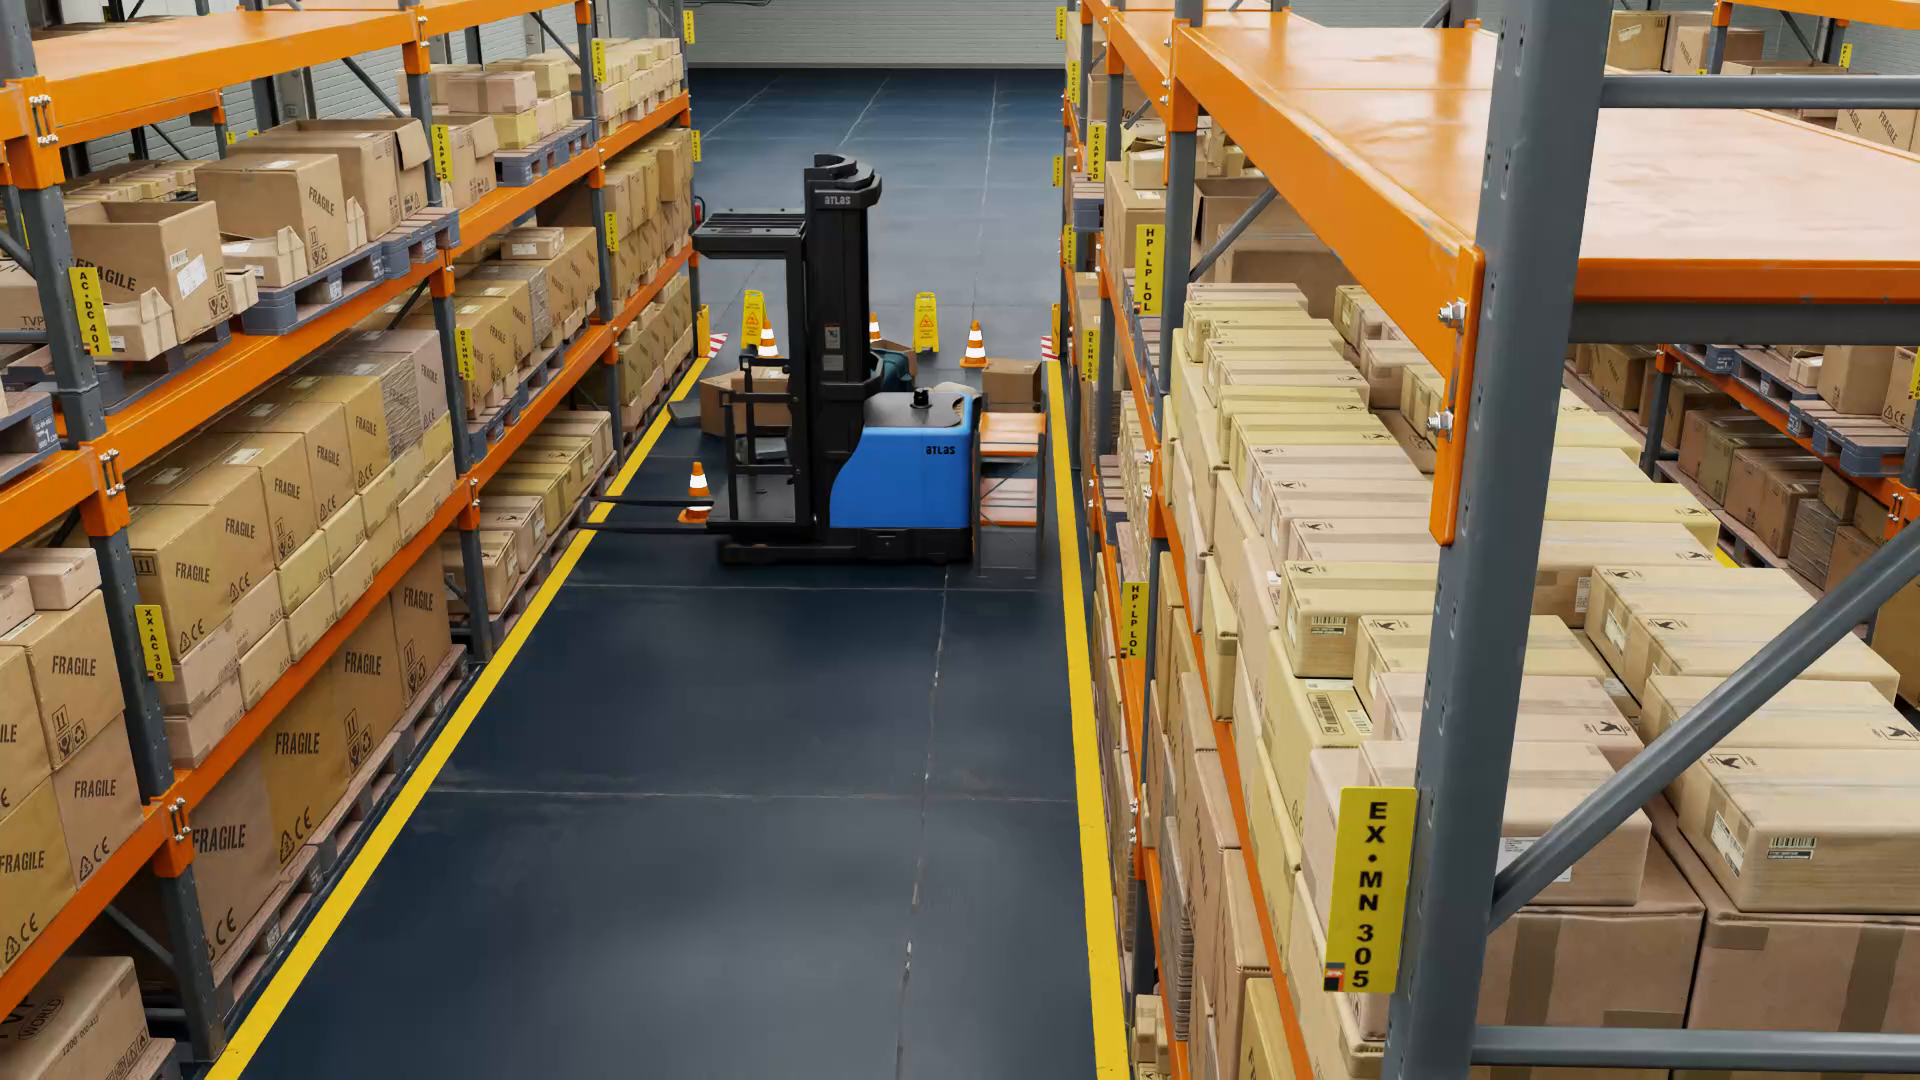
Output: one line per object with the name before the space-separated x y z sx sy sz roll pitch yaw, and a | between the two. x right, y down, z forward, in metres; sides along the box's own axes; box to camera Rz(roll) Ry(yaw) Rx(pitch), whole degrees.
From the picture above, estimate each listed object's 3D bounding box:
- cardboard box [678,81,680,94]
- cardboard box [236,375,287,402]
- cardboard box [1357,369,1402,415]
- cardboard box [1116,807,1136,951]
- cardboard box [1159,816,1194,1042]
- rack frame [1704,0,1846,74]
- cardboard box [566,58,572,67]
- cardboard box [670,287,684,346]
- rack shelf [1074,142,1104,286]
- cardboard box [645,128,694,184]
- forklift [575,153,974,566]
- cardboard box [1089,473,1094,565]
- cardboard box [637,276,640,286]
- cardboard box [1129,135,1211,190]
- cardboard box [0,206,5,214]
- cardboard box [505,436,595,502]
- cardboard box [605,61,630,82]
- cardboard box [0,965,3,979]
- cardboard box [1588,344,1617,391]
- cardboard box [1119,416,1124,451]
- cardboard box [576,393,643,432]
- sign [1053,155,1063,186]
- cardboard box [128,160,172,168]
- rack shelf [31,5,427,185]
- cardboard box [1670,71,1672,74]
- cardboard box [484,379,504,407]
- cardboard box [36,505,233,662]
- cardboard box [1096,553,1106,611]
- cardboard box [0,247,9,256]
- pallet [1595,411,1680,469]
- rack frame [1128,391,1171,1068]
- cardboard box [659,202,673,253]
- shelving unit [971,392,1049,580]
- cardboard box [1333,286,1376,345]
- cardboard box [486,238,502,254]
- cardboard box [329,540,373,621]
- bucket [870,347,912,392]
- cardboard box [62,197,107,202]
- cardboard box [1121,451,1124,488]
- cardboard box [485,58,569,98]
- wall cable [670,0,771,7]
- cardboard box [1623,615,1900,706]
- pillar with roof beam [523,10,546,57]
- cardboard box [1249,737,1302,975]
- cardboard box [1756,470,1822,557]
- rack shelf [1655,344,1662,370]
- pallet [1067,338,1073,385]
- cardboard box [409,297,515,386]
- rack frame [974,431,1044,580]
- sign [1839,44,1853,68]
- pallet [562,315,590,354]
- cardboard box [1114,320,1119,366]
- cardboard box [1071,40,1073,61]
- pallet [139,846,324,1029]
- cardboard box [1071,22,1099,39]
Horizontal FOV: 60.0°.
cardboard box | -3.083 -4.647 17.058 0.380 0.149 0.250 1 21 2
cardboard box | -3.891 -0.576 8.845 0.500 0.500 0.500 1 21 3
cardboard box | 1.447 -0.344 5.139 0.500 0.250 0.500 0 21 -1
cardboard box | 1.005 1.559 7.740 0.500 0.500 0.500 0 21 1
cardboard box | 0.908 1.211 5.211 0.500 0.500 0.500 0 21 0
rack frame | 6.432 -4.739 12.802 1.000 3.000 0.127 1 21 2
cardboard box | -3.666 -4.198 14.800 0.380 0.149 0.250 0 21 1
cardboard box | -3.128 -2.280 16.941 0.500 0.500 0.500 1 21 4
rack shelf | 1.416 -2.373 11.846 1.077 0.370 4.000 1 21 2
cardboard box | -3.149 -3.962 17.161 0.700 0.500 0.500 0 21 0
forklift | -1.411 -1.364 12.493 3.031 2.935 1.130 1 21 1
cardboard box | 1.487 -0.269 12.105 1.050 0.750 0.750 1 21 2
cardboard box | -3.191 -2.418 15.462 0.380 0.149 0.250 1 21 1
cardboard box | 1.084 -1.966 8.607 0.396 0.266 0.258 1 21 2
cardboard box | -8.684 -2.897 14.902 0.380 0.149 0.250 0 21 1
cardboard box | -3.505 -0.572 13.409 0.950 0.372 0.625 2 21 5
cardboard box | -3.107 -4.099 14.544 0.380 0.149 0.250 0 21 1
cardboard box | -3.486 1.333 5.307 0.500 0.500 0.500 0 21 1
cardboard box | 6.496 -1.750 16.269 0.500 0.500 0.500 3 21 7
cardboard box | 1.140 -0.632 9.866 0.380 0.149 0.250 2 21 4
cardboard box | -3.186 -1.175 15.132 0.500 0.250 0.500 0 21 -1
sign | 1.044 -3.928 17.700 0.100 0.325 0.005 1 21 2
cardboard box | -8.537 -3.919 17.537 0.380 0.149 0.250 0 21 1
rack shelf | -3.656 -2.157 7.694 1.077 0.370 4.000 1 21 2
cardboard box | 6.755 -4.230 15.293 0.380 0.149 0.250 0 21 -1
cardboard box | -3.303 -0.999 11.224 0.380 0.149 0.250 -1 21 -2
cardboard box | -3.416 0.173 6.916 0.500 0.500 0.500 1 21 2
cardboard box | 1.093 0.280 10.000 0.500 0.250 0.500 0 21 -1
cardboard box | -8.162 -2.566 14.460 0.380 0.149 0.250 0 21 1
pallet | 6.417 -0.885 15.019 1.003 0.211 1.213 1 21 2
rack frame | 1.234 0.859 6.667 1.000 3.000 0.127 1 21 2
cardboard box | -3.132 -3.121 16.378 0.500 0.500 0.500 1 21 1
shelving unit | 0.385 -0.427 12.574 0.538 1.125 1.048 1 21 4
cardboard box | 1.498 -0.772 5.690 0.380 0.149 0.250 0 21 -1
cardboard box | -3.789 -2.085 13.125 0.500 0.500 0.500 1 21 2
cardboard box | -3.369 0.202 8.568 0.500 0.250 0.500 0 21 1
bucket | -0.823 -1.290 14.631 0.726 0.611 0.620 8 33 20
cardboard box | -8.121 -3.078 15.369 0.380 0.149 0.250 0 21 1
cardboard box | 1.132 -0.409 9.703 0.380 0.149 0.250 2 21 4
cardboard box | -3.364 -3.597 12.943 0.500 0.250 0.500 1 21 3
wall cable | -6.912 -16.556 47.549 3.097 2.526 0.112 1 21 2
cardboard box | 1.457 0.254 3.045 0.380 0.149 0.250 1 21 2
pillar with roof beam | -4.385 -12.566 32.976 9.100 9.000 0.400 1 21 2
cardboard box | 0.870 0.625 3.331 0.500 0.250 0.500 1 21 2
cardboard box | 6.325 -0.184 12.203 0.700 0.500 0.500 2 21 6
rack shelf | 6.493 -2.330 15.881 1.077 0.370 4.000 1 21 2
pallet | 1.653 -1.889 17.607 1.003 0.211 1.213 1 21 2
cardboard box | -3.341 -1.335 11.192 0.500 0.500 0.500 2 21 4
rack frame | 0.352 -0.243 12.101 0.500 1.125 0.032 1 21 4
sign | 6.987 -3.760 13.168 0.100 0.325 0.005 1 21 2
pallet | -3.642 -1.687 13.495 1.003 0.211 1.213 1 21 2
cardboard box | 1.393 -1.445 11.085 0.700 0.500 0.500 0 21 1
cardboard box | 1.283 -4.470 15.333 0.500 0.250 0.500 1 21 1
pallet | -3.769 1.862 7.939 1.003 0.211 1.213 1 21 2
cardboard box | 1.223 -4.706 15.389 0.380 0.149 0.250 1 21 2
